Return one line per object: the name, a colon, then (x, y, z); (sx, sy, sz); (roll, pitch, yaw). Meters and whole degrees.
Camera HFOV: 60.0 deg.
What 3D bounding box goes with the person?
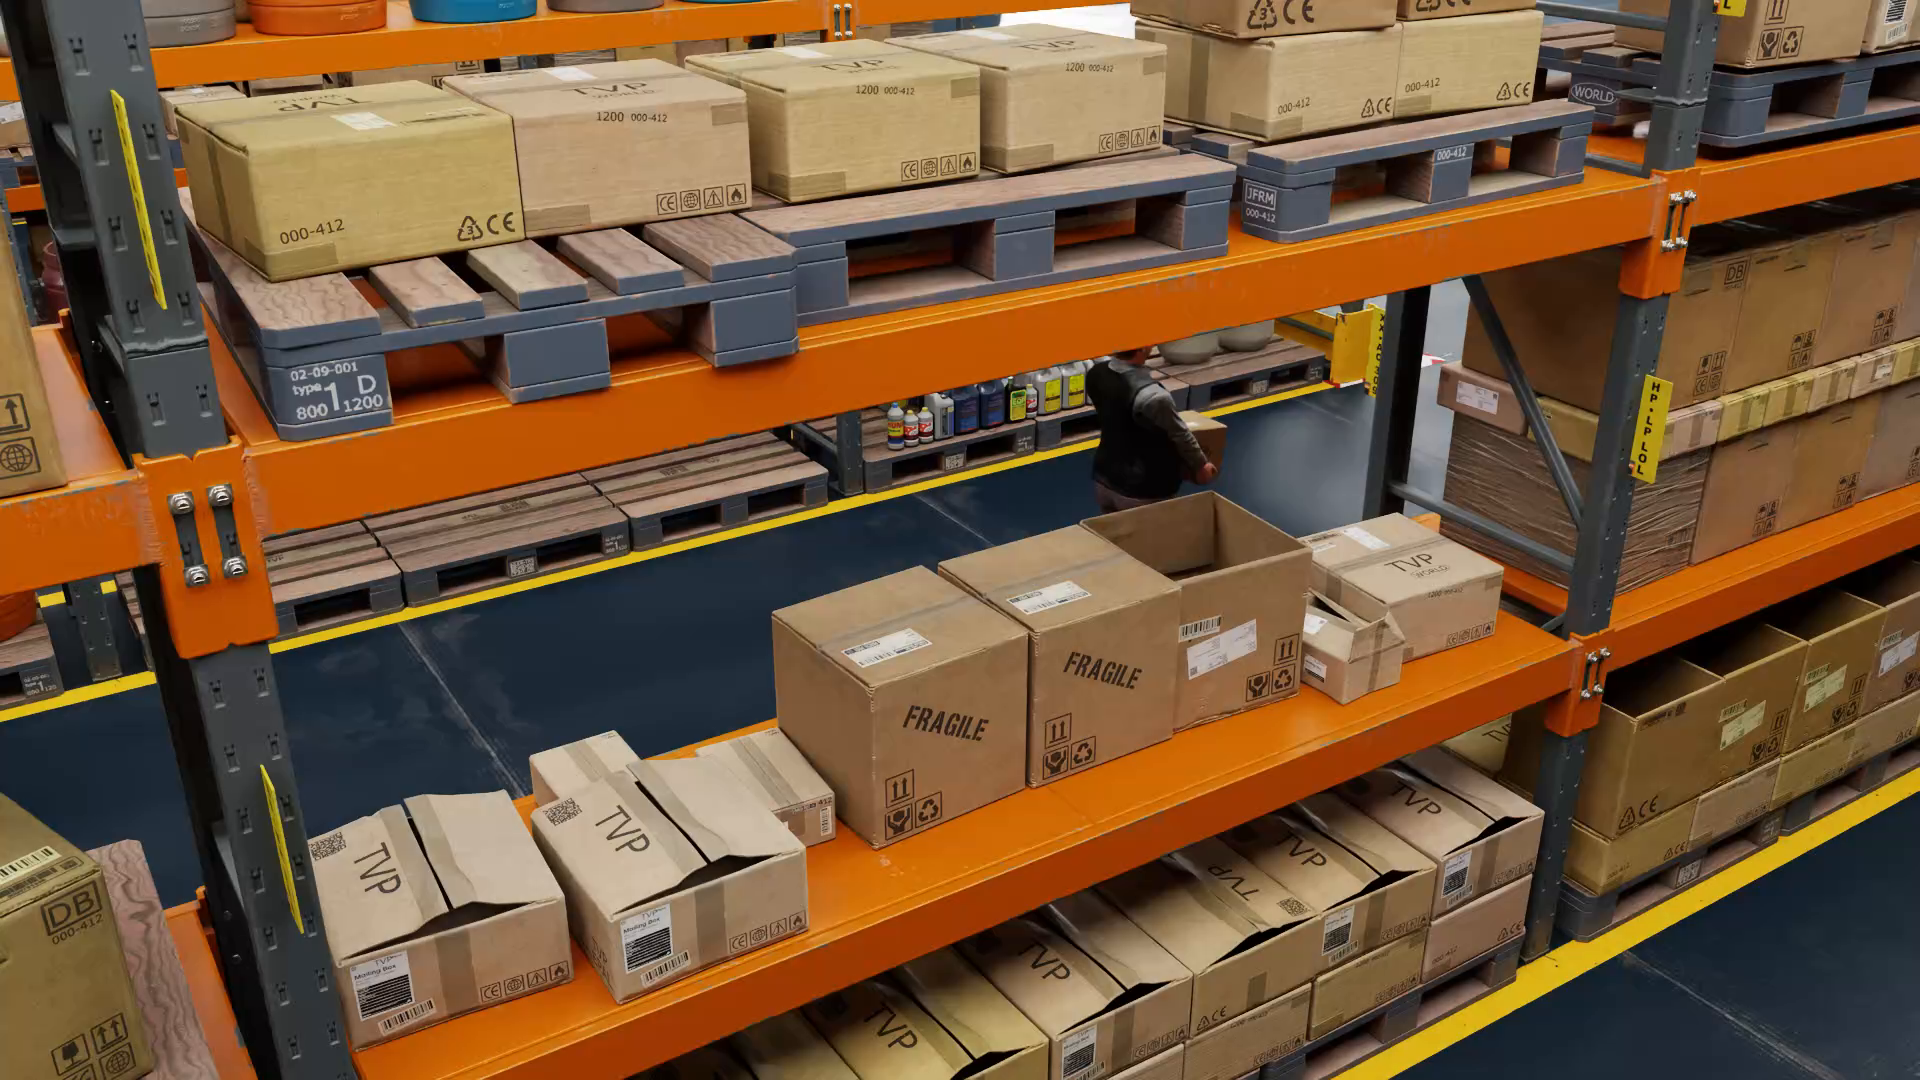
person: (0.874, -0.249, 7.683); (0.551, 1.711, 0.494); (-15, 29, -29)
